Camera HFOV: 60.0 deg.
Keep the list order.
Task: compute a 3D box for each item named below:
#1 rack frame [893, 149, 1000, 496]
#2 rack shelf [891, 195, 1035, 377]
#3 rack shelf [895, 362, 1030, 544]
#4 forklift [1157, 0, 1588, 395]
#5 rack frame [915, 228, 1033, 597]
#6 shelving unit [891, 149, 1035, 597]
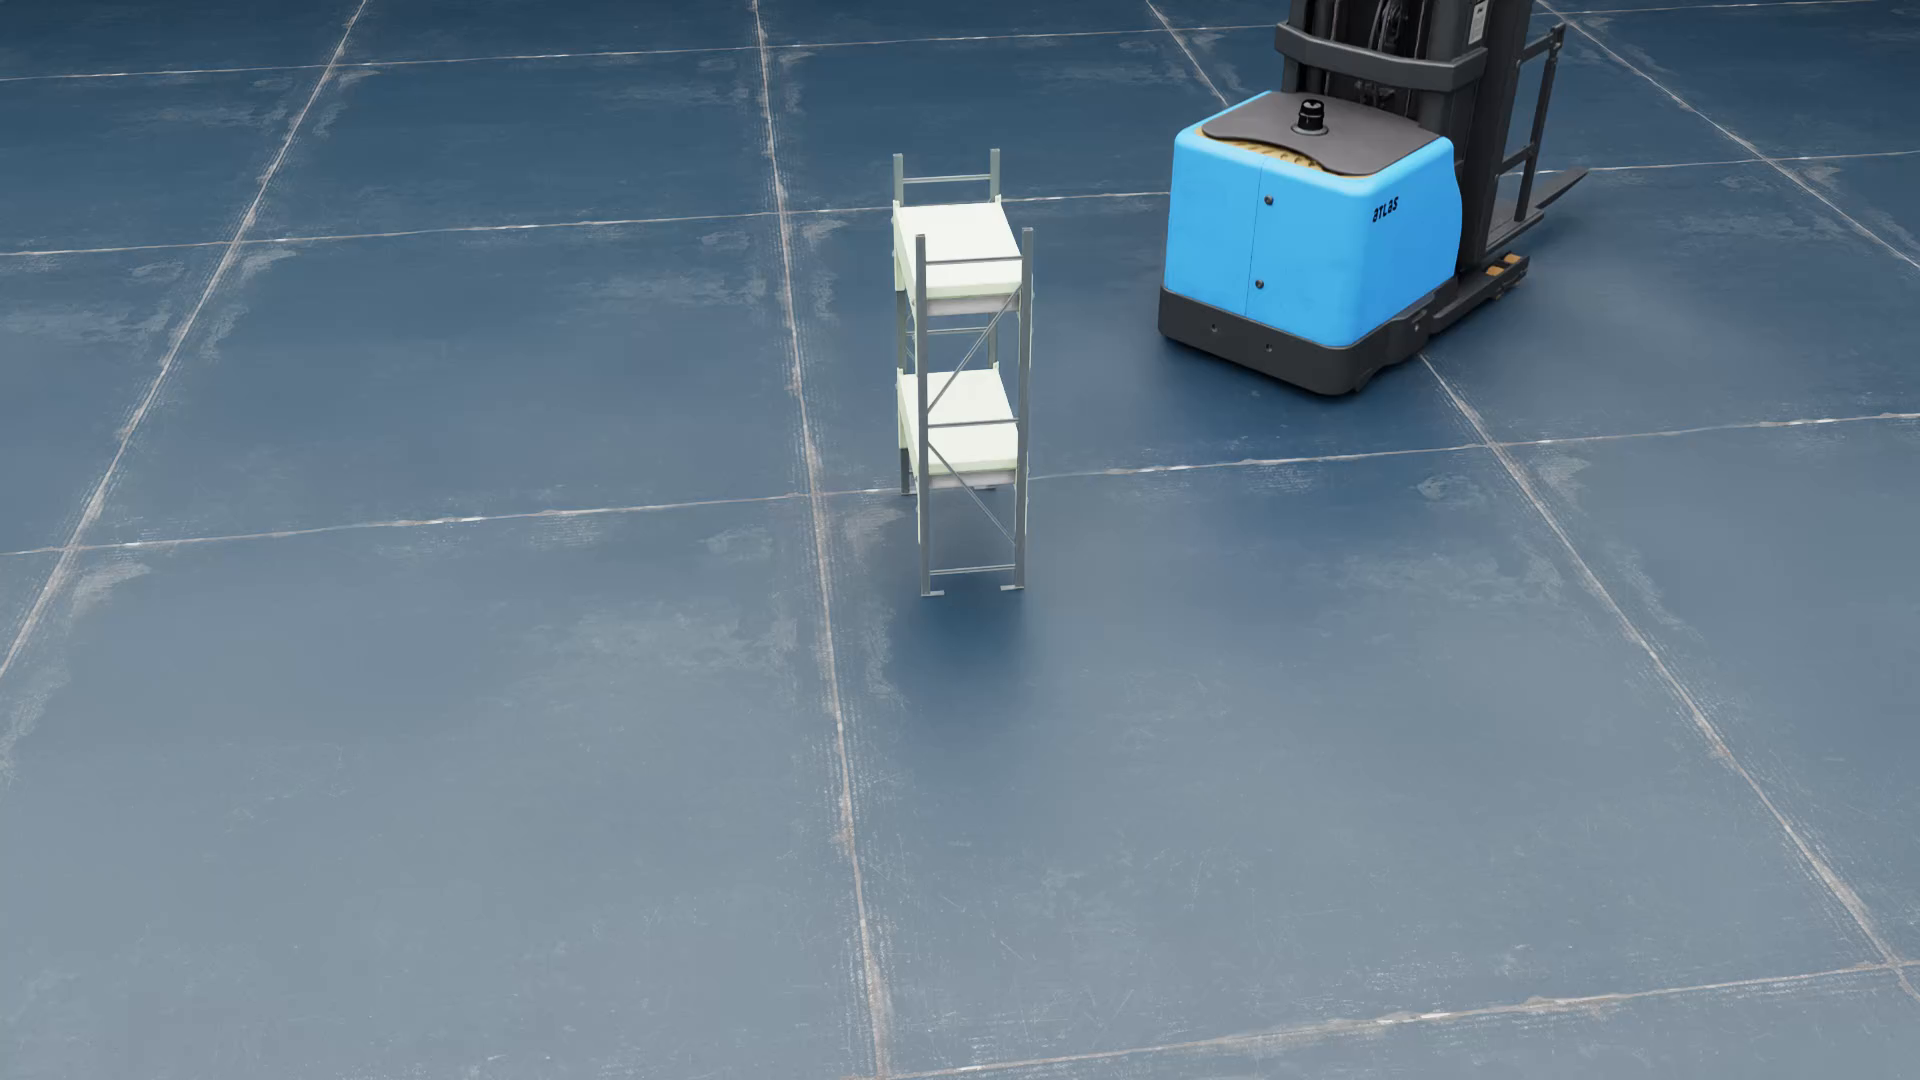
[{"bbox_3d":[-0.050,-0.828,6.633,0.400,1.500,0.023,-4,35,-6],"label":"rack frame"},{"bbox_3d":[-0.001,-0.946,6.113,0.431,0.370,0.720,-4,35,-6],"label":"rack shelf"},{"bbox_3d":[-0.001,-0.354,6.517,0.431,0.370,0.720,-4,35,-6],"label":"rack shelf"},{"bbox_3d":[2.319,-2.622,7.995,1.130,2.935,3.031,26,42,33],"label":"forklift"},{"bbox_3d":[0.048,-0.419,6.033,0.400,1.500,0.023,-4,35,-6],"label":"rack frame"},{"bbox_3d":[-0.001,-0.623,6.333,0.431,1.500,0.755,-4,35,-6],"label":"shelving unit"}]
